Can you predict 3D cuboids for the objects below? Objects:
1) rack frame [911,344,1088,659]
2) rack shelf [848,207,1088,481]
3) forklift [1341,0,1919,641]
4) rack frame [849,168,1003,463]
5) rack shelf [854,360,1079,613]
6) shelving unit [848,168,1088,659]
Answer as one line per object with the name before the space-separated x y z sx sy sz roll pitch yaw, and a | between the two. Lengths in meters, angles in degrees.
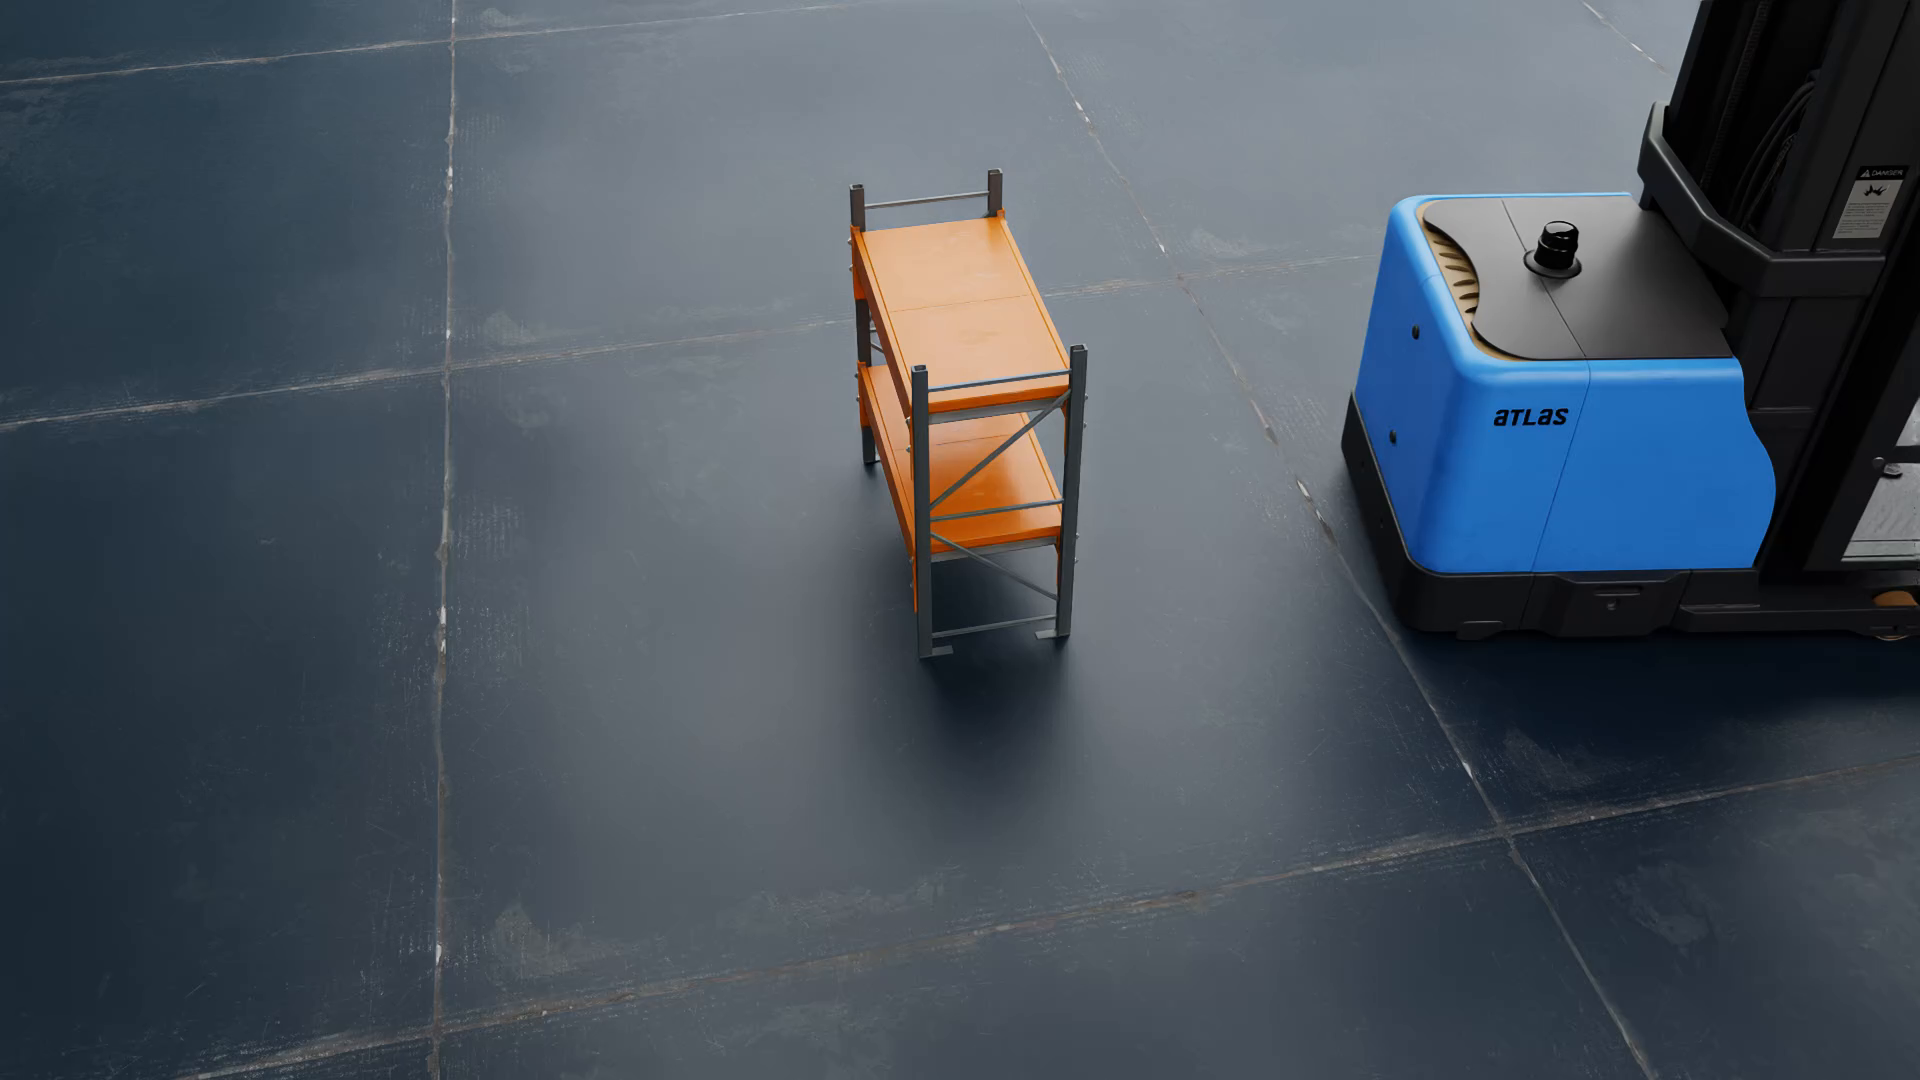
rack frame | 0.111 -0.087 5.000 0.500 1.125 0.032 -8 42 -9
rack shelf | 0.001 -0.635 5.177 0.538 0.278 1.000 -8 42 -9
forklift | 2.905 -1.124 4.808 3.031 2.935 1.130 -1 42 -1
rack frame | -0.108 -0.746 5.743 0.500 1.125 0.032 -8 42 -9
rack shelf | 0.001 -0.233 5.534 0.538 0.278 1.000 -8 42 -9
shelving unit | 0.001 -0.416 5.372 0.538 1.125 1.048 -8 42 -9
